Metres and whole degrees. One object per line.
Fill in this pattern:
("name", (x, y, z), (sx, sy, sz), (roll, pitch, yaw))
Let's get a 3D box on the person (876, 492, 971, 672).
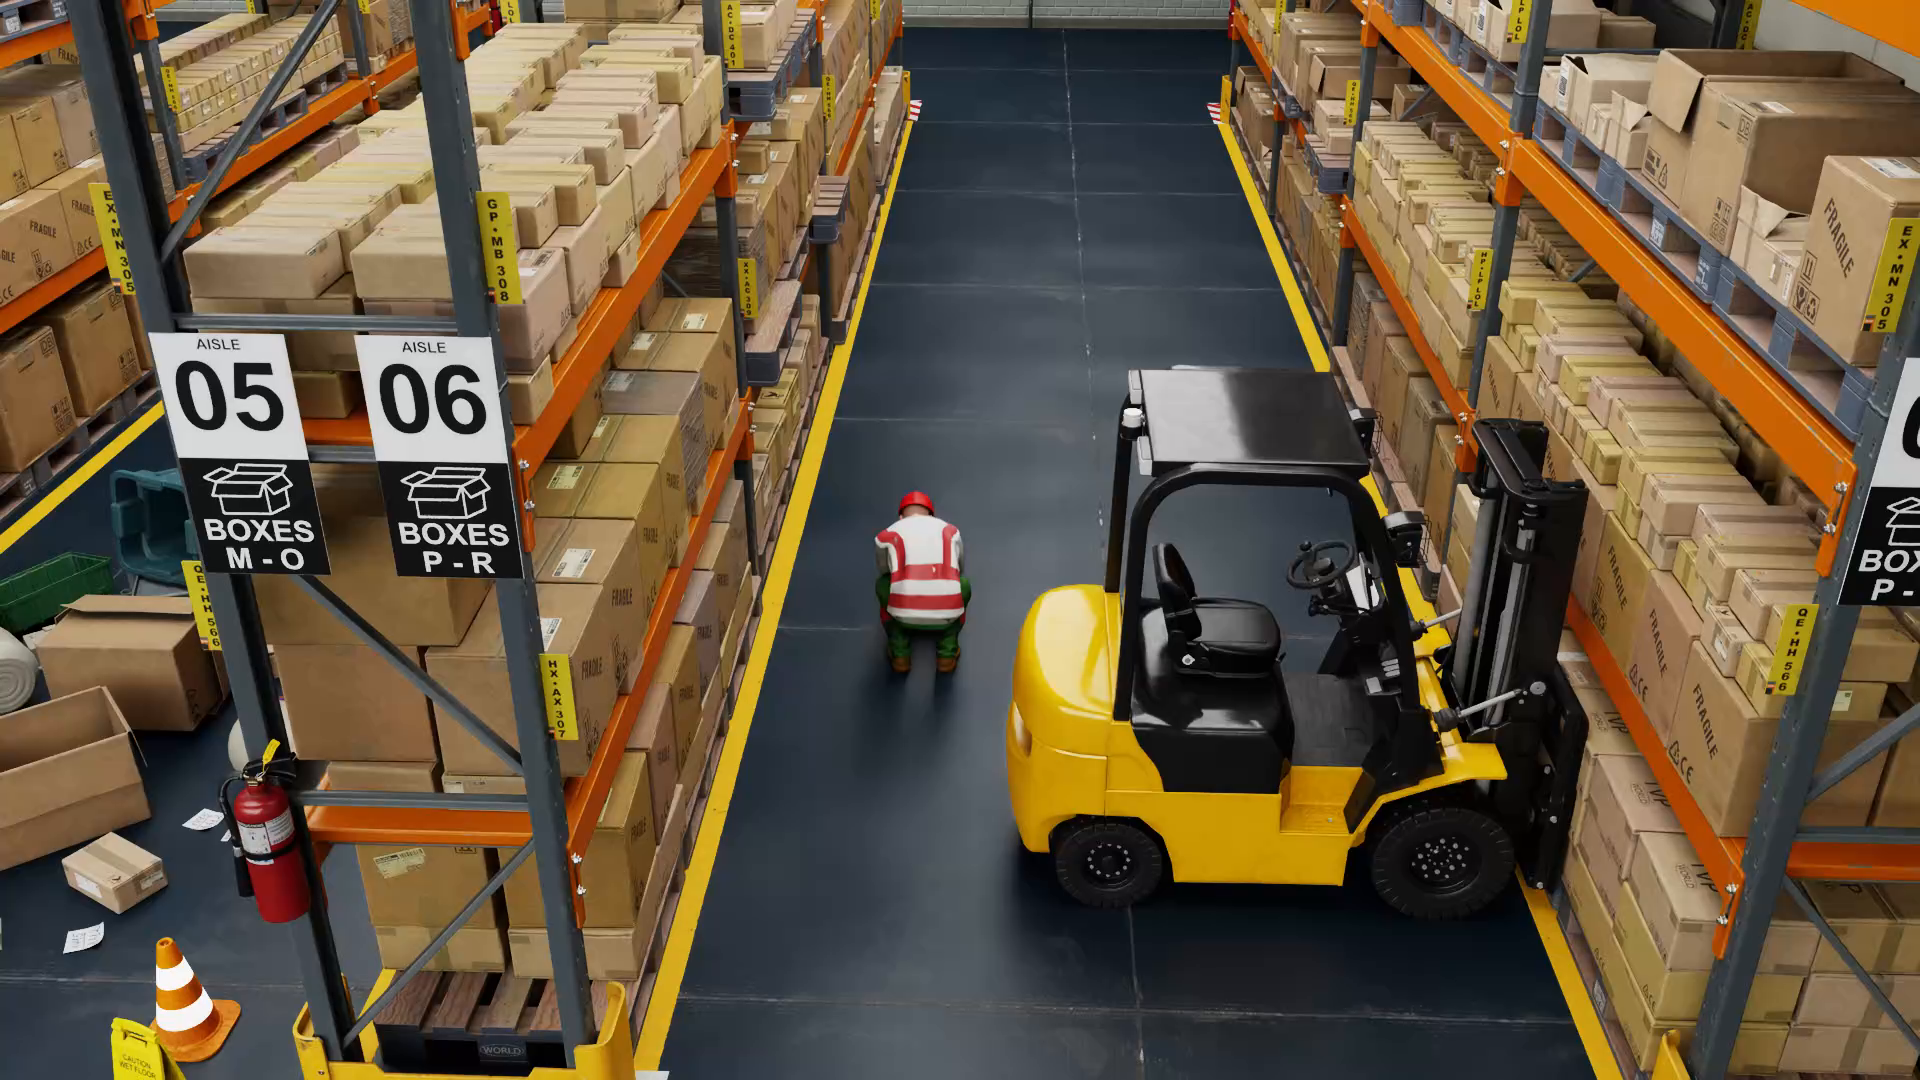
("person", (-0.204, 0.265, 9.234), (0.526, 0.808, 0.948), (0, 28, -1))
